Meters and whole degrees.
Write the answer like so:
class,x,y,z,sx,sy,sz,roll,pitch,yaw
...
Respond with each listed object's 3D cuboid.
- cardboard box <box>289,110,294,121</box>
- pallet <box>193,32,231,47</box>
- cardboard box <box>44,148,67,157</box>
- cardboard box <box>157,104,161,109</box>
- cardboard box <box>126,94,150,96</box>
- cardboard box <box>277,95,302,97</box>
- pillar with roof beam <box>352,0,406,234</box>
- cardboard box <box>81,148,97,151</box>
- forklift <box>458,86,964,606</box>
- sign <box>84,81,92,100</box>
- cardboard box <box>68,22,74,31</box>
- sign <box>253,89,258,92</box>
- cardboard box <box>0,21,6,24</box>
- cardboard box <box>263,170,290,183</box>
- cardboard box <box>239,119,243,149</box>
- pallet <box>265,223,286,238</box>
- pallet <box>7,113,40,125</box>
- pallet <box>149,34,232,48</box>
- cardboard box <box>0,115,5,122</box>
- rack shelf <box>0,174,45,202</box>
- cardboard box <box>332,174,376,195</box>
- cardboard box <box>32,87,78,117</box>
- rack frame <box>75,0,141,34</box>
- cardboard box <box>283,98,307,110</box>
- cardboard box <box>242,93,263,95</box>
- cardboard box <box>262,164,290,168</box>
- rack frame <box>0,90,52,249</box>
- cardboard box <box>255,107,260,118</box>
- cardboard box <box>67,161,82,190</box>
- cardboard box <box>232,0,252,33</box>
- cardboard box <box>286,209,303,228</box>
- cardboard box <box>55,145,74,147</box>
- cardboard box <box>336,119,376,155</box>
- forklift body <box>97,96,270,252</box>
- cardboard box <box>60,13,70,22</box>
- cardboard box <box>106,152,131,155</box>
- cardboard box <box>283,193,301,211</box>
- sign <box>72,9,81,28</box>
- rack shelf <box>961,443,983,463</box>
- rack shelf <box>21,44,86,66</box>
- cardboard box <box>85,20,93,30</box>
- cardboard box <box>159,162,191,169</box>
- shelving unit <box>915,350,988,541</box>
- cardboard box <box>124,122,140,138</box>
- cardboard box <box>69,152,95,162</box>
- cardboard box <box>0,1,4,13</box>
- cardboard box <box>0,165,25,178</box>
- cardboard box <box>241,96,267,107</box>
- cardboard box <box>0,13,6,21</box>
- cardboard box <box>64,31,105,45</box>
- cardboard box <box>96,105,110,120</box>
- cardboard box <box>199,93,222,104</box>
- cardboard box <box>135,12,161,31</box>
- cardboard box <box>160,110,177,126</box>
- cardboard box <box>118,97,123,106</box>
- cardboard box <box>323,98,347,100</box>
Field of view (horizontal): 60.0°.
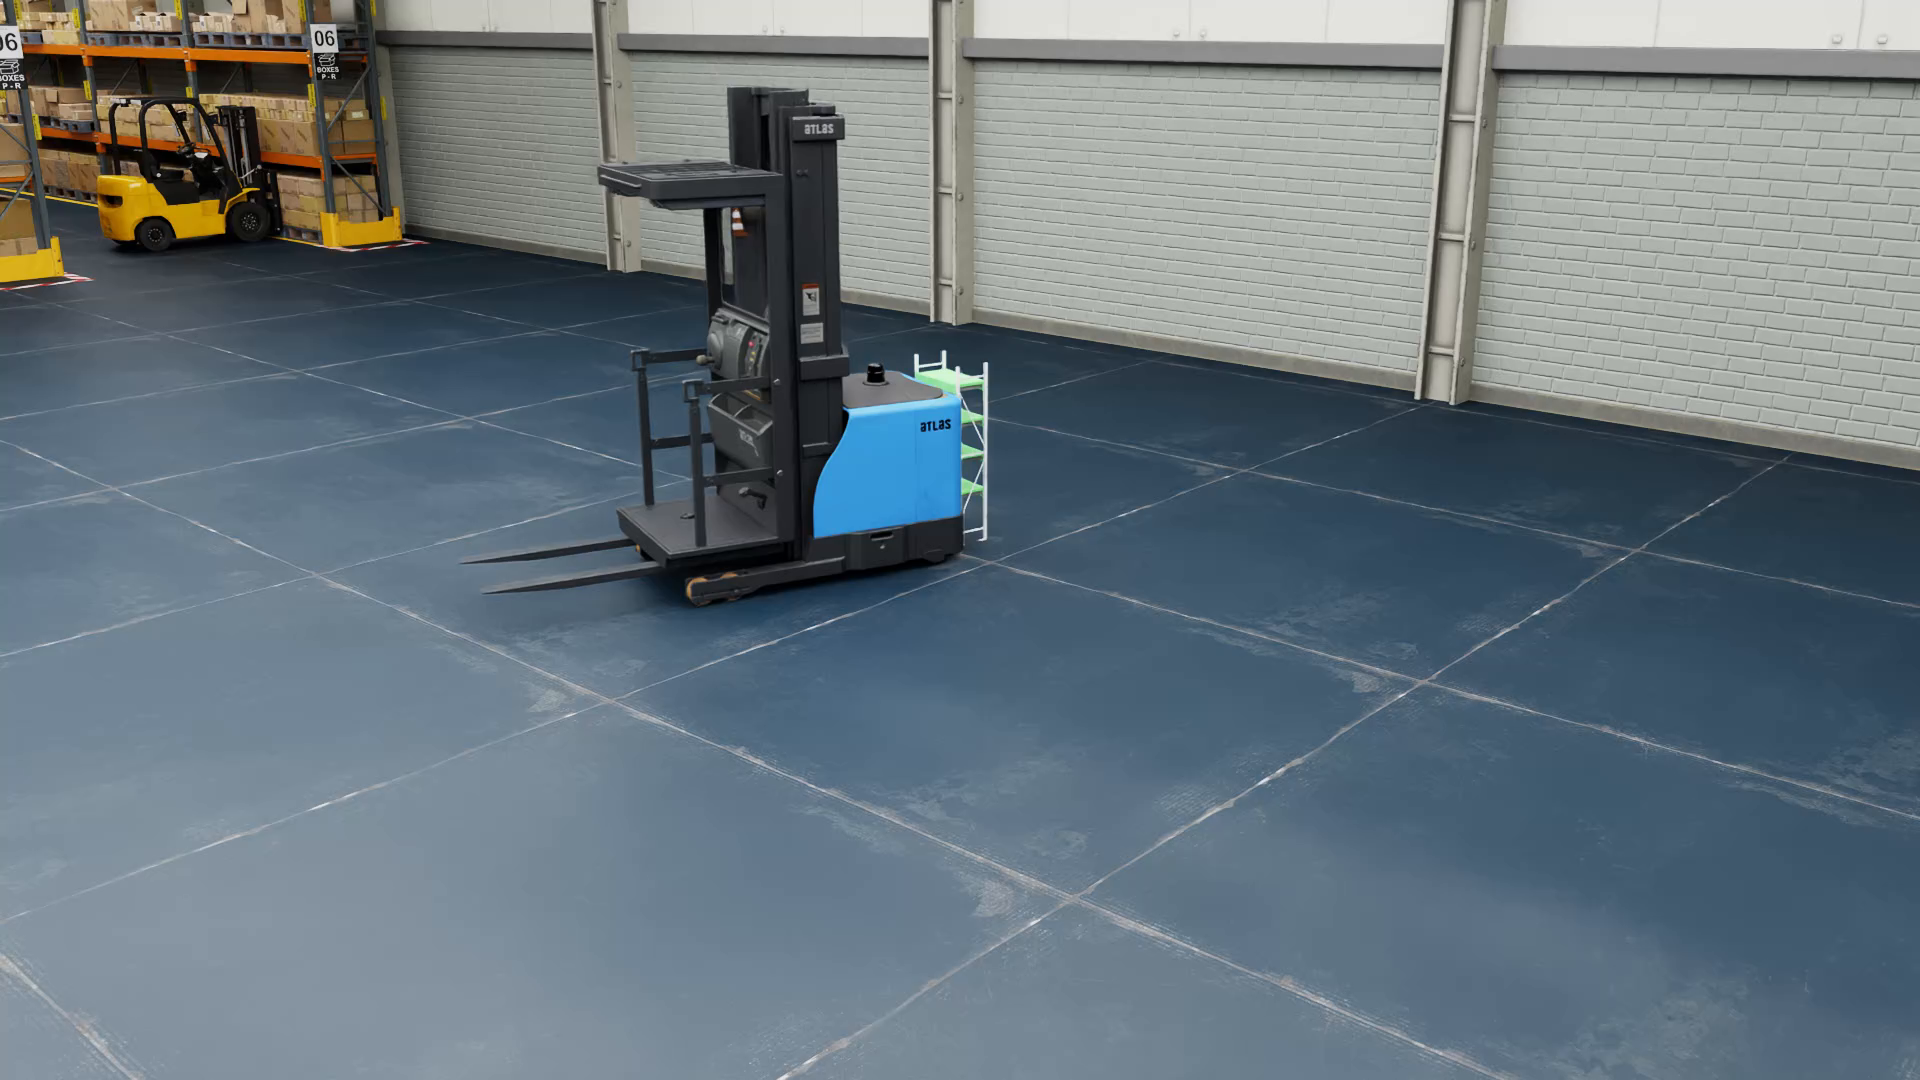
class,x,y,z,sx,sy,sz,roll,pitch,yaw
cardboard box,-9.955,-6.459,25.268,0.250,0.149,0.380,16,23,40
pallet,-11.482,-8.011,26.582,1.213,0.211,1.003,15,23,39
cardboard box,-17.357,-7.442,31.967,0.250,0.149,0.380,15,23,38
cardboard box,-13.333,-7.362,28.113,0.250,0.149,0.380,14,23,38
cardboard box,-14.752,-7.929,29.900,0.250,0.149,0.380,16,24,41
cardboard box,-10.593,-6.969,26.383,0.250,0.149,0.380,16,24,41
pillar with roof beam,-11.926,-8.215,22.120,0.400,9.000,9.100,15,23,39
cardboard box,-16.658,-7.454,32.006,0.250,0.149,0.380,15,23,40
forklift,-1.523,-1.188,10.008,3.031,2.935,1.130,-9,20,-26
sign,-15.482,-7.981,29.518,0.005,0.325,0.100,15,23,39
cardboard box,-15.735,-9.213,29.814,0.250,0.149,0.380,14,23,38
sign,-11.770,-7.365,27.797,0.005,0.325,0.100,15,23,39
cardboard box,-17.991,-9.743,31.450,0.250,0.149,0.380,15,23,40
cardboard box,-10.841,-5.677,26.240,0.500,0.250,0.500,14,23,38
cardboard box,-11.199,-6.486,26.425,0.500,0.500,0.500,15,23,39
pallet,-10.654,-5.046,26.661,1.213,0.211,1.003,15,23,39
pallet,-17.596,-8.118,32.051,1.213,0.211,1.003,15,23,39
pallet,-12.806,-8.301,27.668,1.217,0.209,0.805,14,22,37
cardboard box,-18.736,-8.329,32.814,0.250,0.149,0.380,16,24,41
rack shelf,-13.934,-4.920,22.846,4.000,0.370,1.077,15,23,39
cardboard box,-9.380,-5.491,25.653,0.500,0.250,0.500,15,23,38
cardboard box,-16.933,-8.233,31.237,0.500,0.500,0.700,15,23,39
rack frame,-15.129,-10.451,29.167,0.127,3.000,1.000,15,23,39
cardboard box,-10.109,-6.664,25.422,0.250,0.149,0.380,15,23,40
cardboard box,-11.538,-7.232,27.211,0.250,0.149,0.380,14,23,38
cardboard box,-11.252,-6.001,27.262,0.500,0.250,0.500,15,23,38
rack frame,-12.438,-4.862,21.472,0.127,3.000,1.000,15,23,39
cardboard box,-10.930,-6.707,26.049,0.250,0.149,0.380,14,23,38
cardboard box,-16.349,-6.844,31.157,0.500,0.500,0.500,16,24,42
cardboard box,-10.750,-8.100,25.688,0.637,0.503,0.797,16,24,41
cardboard box,-10.073,-5.000,25.759,0.500,0.250,0.500,15,23,39
cardboard box,-17.654,-7.704,32.794,0.250,0.149,0.380,14,22,37
cardboard box,-9.332,-6.195,25.509,0.500,0.500,0.500,16,24,41
forklift body,-11.775,-5.549,25.041,1.214,2.155,2.313,15,23,39
cardboard box,-15.942,-9.403,29.918,0.250,0.149,0.380,14,22,37
cardboard box,-15.733,-7.176,31.131,0.250,0.149,0.380,15,23,40
cardboard box,-10.085,-5.244,25.700,0.500,0.250,0.500,15,23,39
sign,-15.491,-9.146,29.157,0.005,0.325,0.100,15,23,39
rack shelf,-0.061,-0.555,11.088,0.258,0.148,0.480,-12,21,-32
rack shelf,-16.625,-9.080,30.995,4.000,0.370,1.077,15,23,39
cardboard box,-15.070,-9.019,29.140,0.250,0.166,0.380,15,23,39
cardboard box,-13.674,-6.267,29.132,0.625,0.625,0.875,14,22,37
shelving unit,-0.061,-0.616,11.069,0.258,1.200,0.503,-12,21,-32
cardboard box,-14.197,-7.172,29.000,0.500,0.250,0.500,14,22,38
cardboard box,-16.413,-7.175,31.128,0.250,0.149,0.380,15,23,38
cardboard box,-18.128,-10.153,31.564,0.258,0.266,0.396,15,23,39
cardboard box,-12.554,-4.857,21.873,0.250,0.149,0.380,15,23,39
cardboard box,-11.080,-6.915,26.214,0.250,0.149,0.380,15,23,39
cardboard box,-17.780,-9.837,31.255,0.250,0.149,0.380,14,23,38
cardboard box,-15.674,-8.998,29.795,0.500,0.250,0.500,14,22,37
cardboard box,-14.976,-7.609,29.549,0.500,0.250,0.500,15,23,39
cardboard box,-12.096,-7.156,26.972,0.250,0.149,0.380,16,23,40
cardboard box,-13.415,-8.668,27.795,0.500,0.311,0.500,14,22,37
cardboard box,-13.064,-7.098,27.940,0.500,0.250,0.500,14,23,38
cardboard box,-14.473,-7.669,29.081,0.250,0.149,0.380,15,23,40
cardboard box,-9.635,-6.710,25.566,0.250,0.149,0.380,16,23,40
